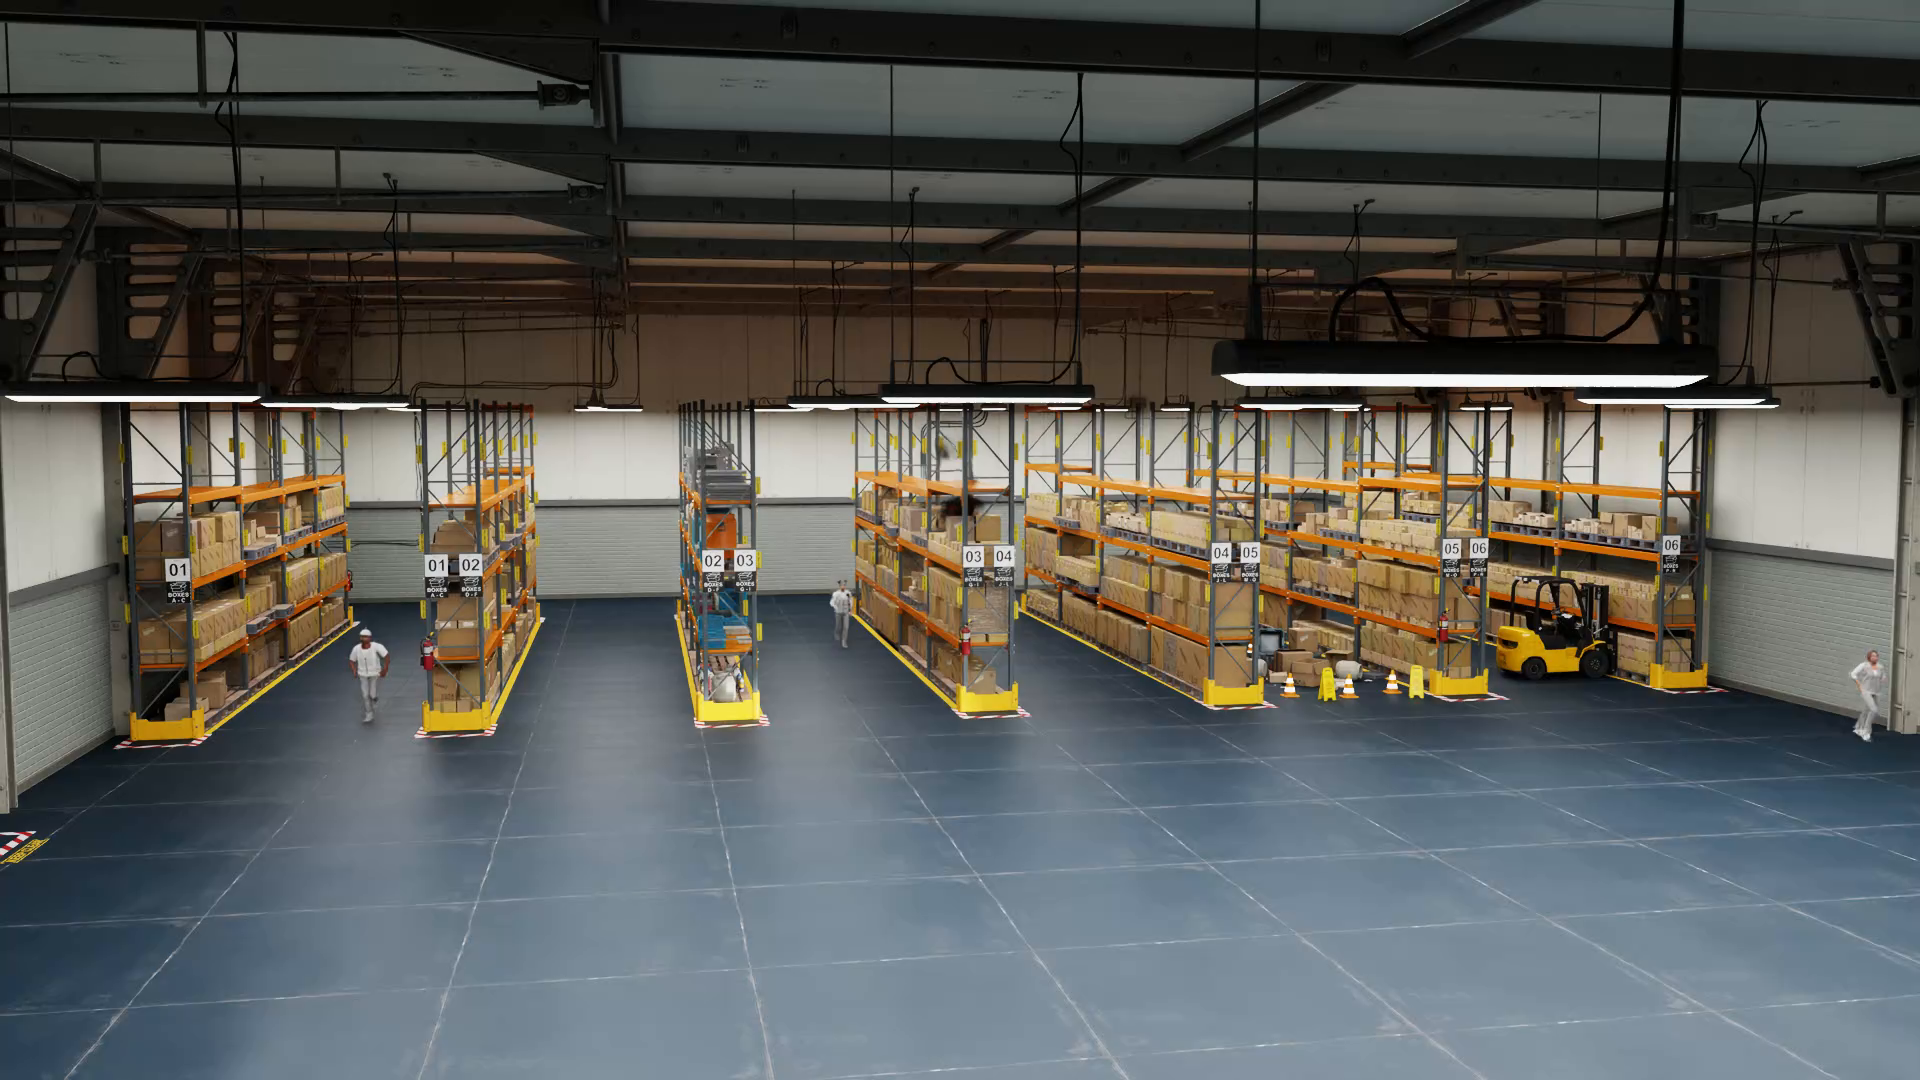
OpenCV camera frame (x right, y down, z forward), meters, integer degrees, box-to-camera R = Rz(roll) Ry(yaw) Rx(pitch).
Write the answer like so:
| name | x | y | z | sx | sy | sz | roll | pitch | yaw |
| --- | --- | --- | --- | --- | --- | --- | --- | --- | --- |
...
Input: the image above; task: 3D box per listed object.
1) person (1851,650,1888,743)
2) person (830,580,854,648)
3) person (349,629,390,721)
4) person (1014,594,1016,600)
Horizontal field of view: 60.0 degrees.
| name | x | y | z | sx | sy | sz | roll | pitch | yaw |
| --- | --- | --- | --- | --- | --- | --- | --- | --- | --- |
| person | 15.986 | 2.737 | 29.178 | 0.506 | 1.638 | 0.697 | 0 | 4 | -6 |
| person | -2.912 | 1.799 | 41.085 | 0.605 | 1.660 | 0.840 | -1 | 4 | -15 |
| person | -11.049 | 2.522 | 31.093 | 0.713 | 1.728 | 0.657 | 0 | 4 | -6 |
| person | 1.273 | 1.149 | 49.158 | 0.722 | 1.752 | 0.914 | 3 | 5 | 38 |
